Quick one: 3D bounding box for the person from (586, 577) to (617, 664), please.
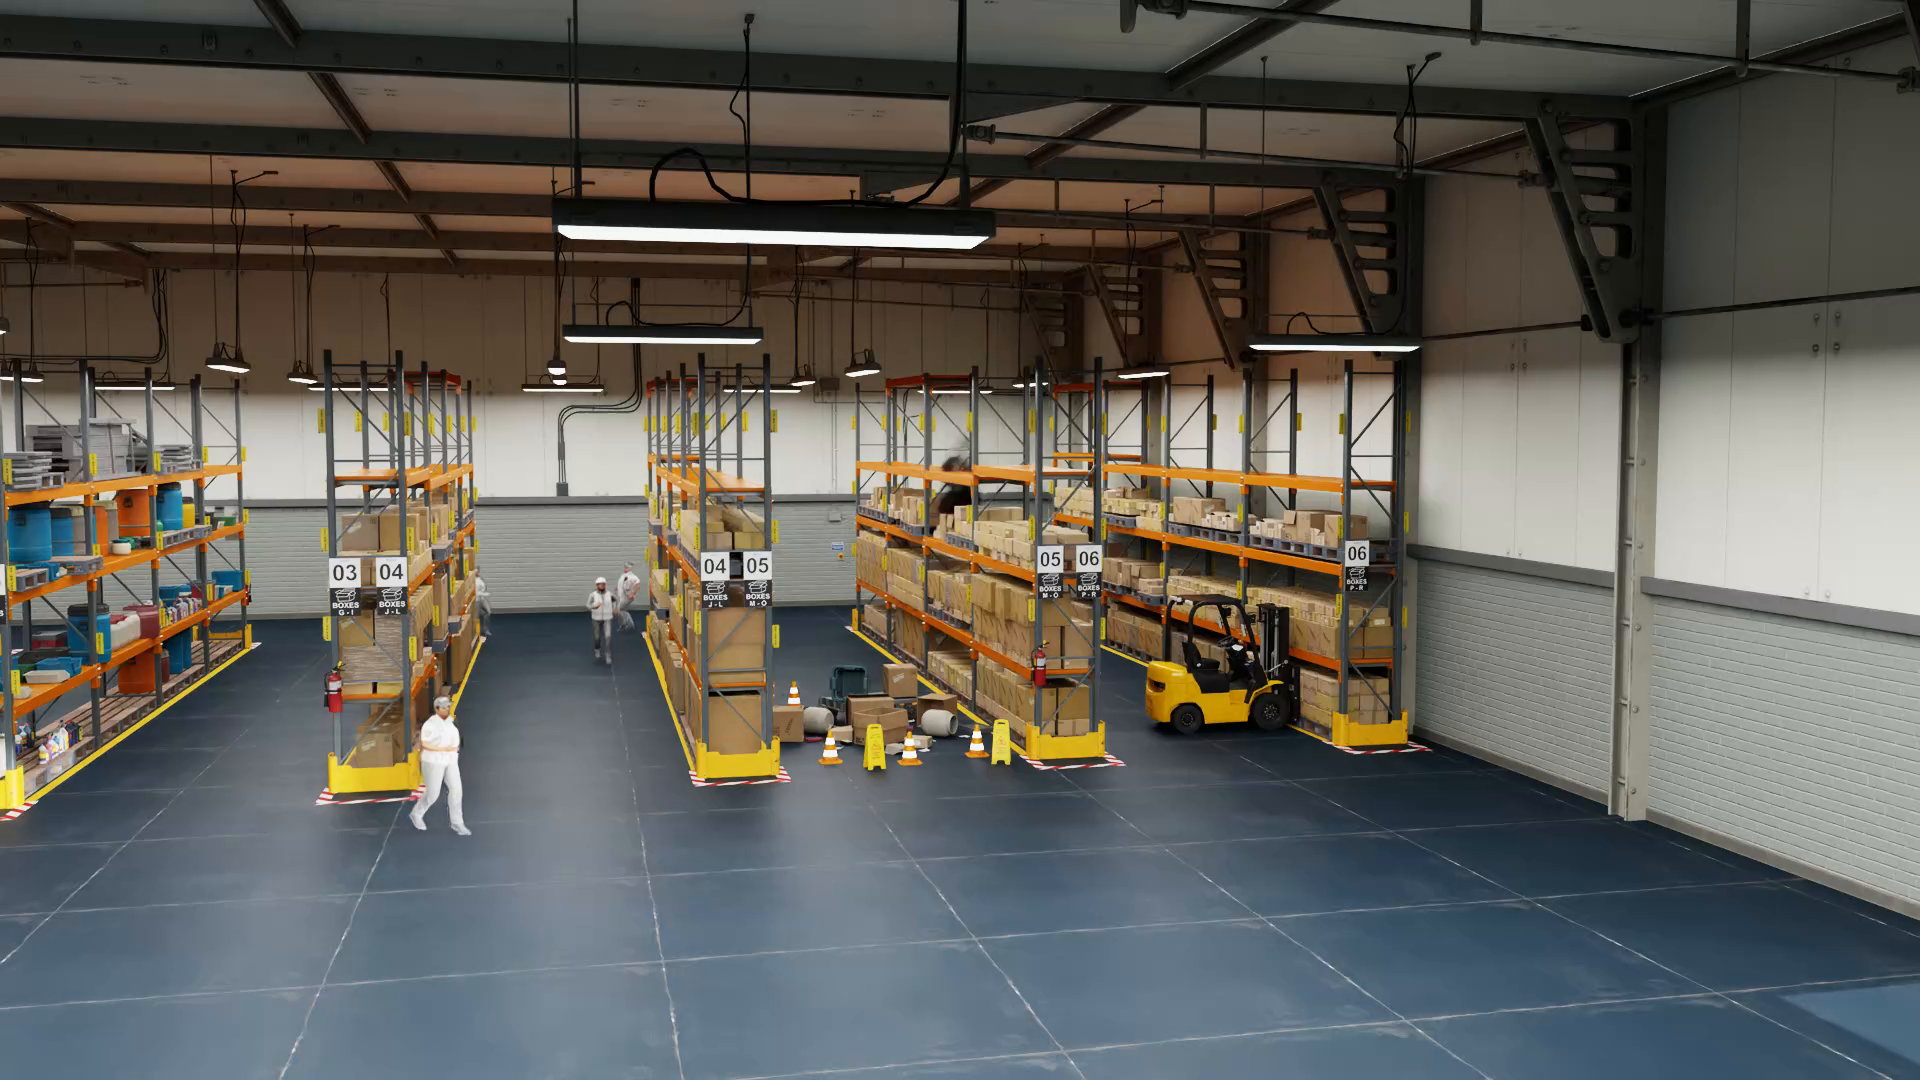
[{"bbox_3d":[-7.499,1.664,34.861,0.659,1.774,0.944,-1,4,-15],"label":"person"}]

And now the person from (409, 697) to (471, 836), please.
[{"bbox_3d":[-6.372,2.757,20.358,0.818,1.702,0.622,2,5,28],"label":"person"}]

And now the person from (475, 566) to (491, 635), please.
[{"bbox_3d":[-11.409,1.450,39.329,0.638,1.707,0.613,1,4,11],"label":"person"}]

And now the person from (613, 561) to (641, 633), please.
[{"bbox_3d":[-8.040,1.375,39.977,0.635,1.764,0.718,-3,5,-35],"label":"person"}]
